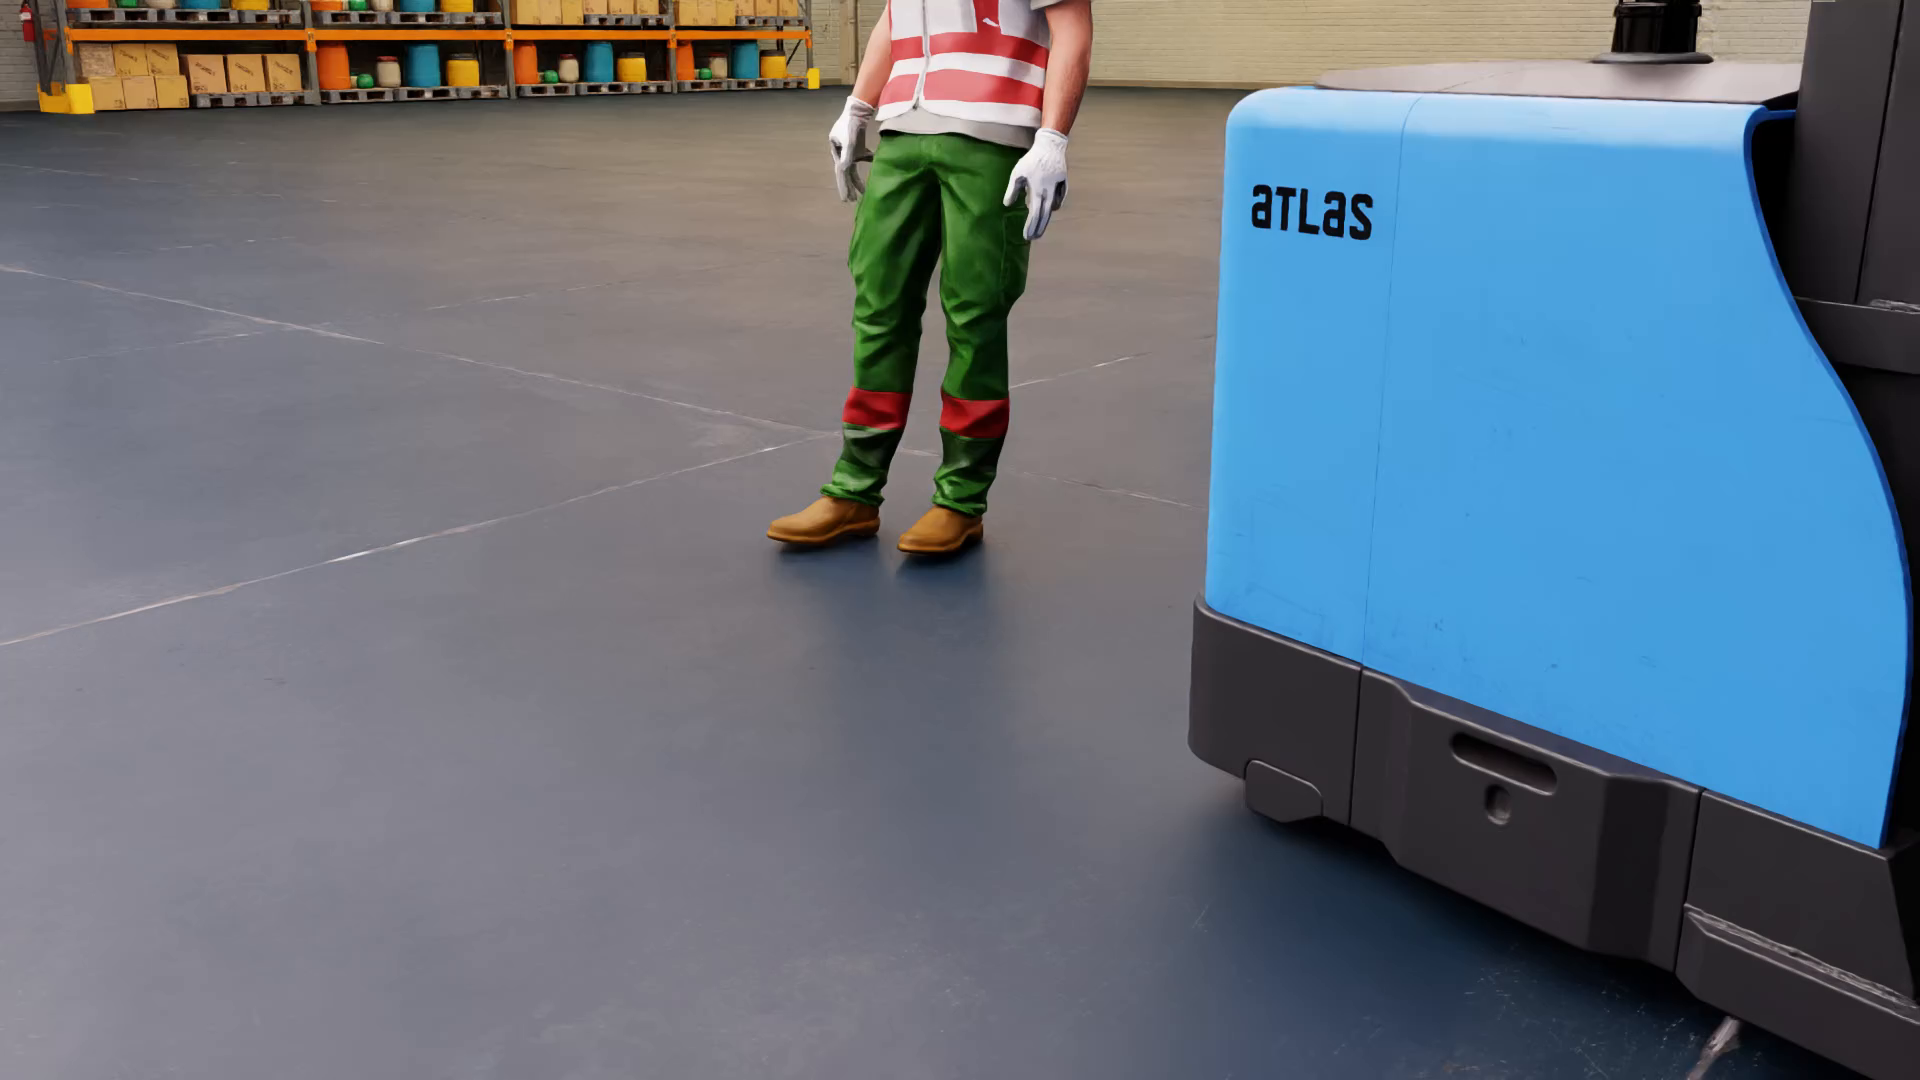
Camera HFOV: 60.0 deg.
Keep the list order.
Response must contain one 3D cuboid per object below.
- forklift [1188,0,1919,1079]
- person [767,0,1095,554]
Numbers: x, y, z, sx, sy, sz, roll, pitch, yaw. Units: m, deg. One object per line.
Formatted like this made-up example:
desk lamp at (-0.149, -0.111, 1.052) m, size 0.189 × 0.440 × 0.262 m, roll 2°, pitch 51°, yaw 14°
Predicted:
forklift at (1.664, -0.760, 1.401) m, size 1.130 × 2.935 × 3.031 m, roll -13°, pitch 21°, yaw -36°
person at (-0.060, -0.847, 3.628) m, size 0.638 × 1.787 × 0.564 m, roll 13°, pitch 21°, yaw 37°
